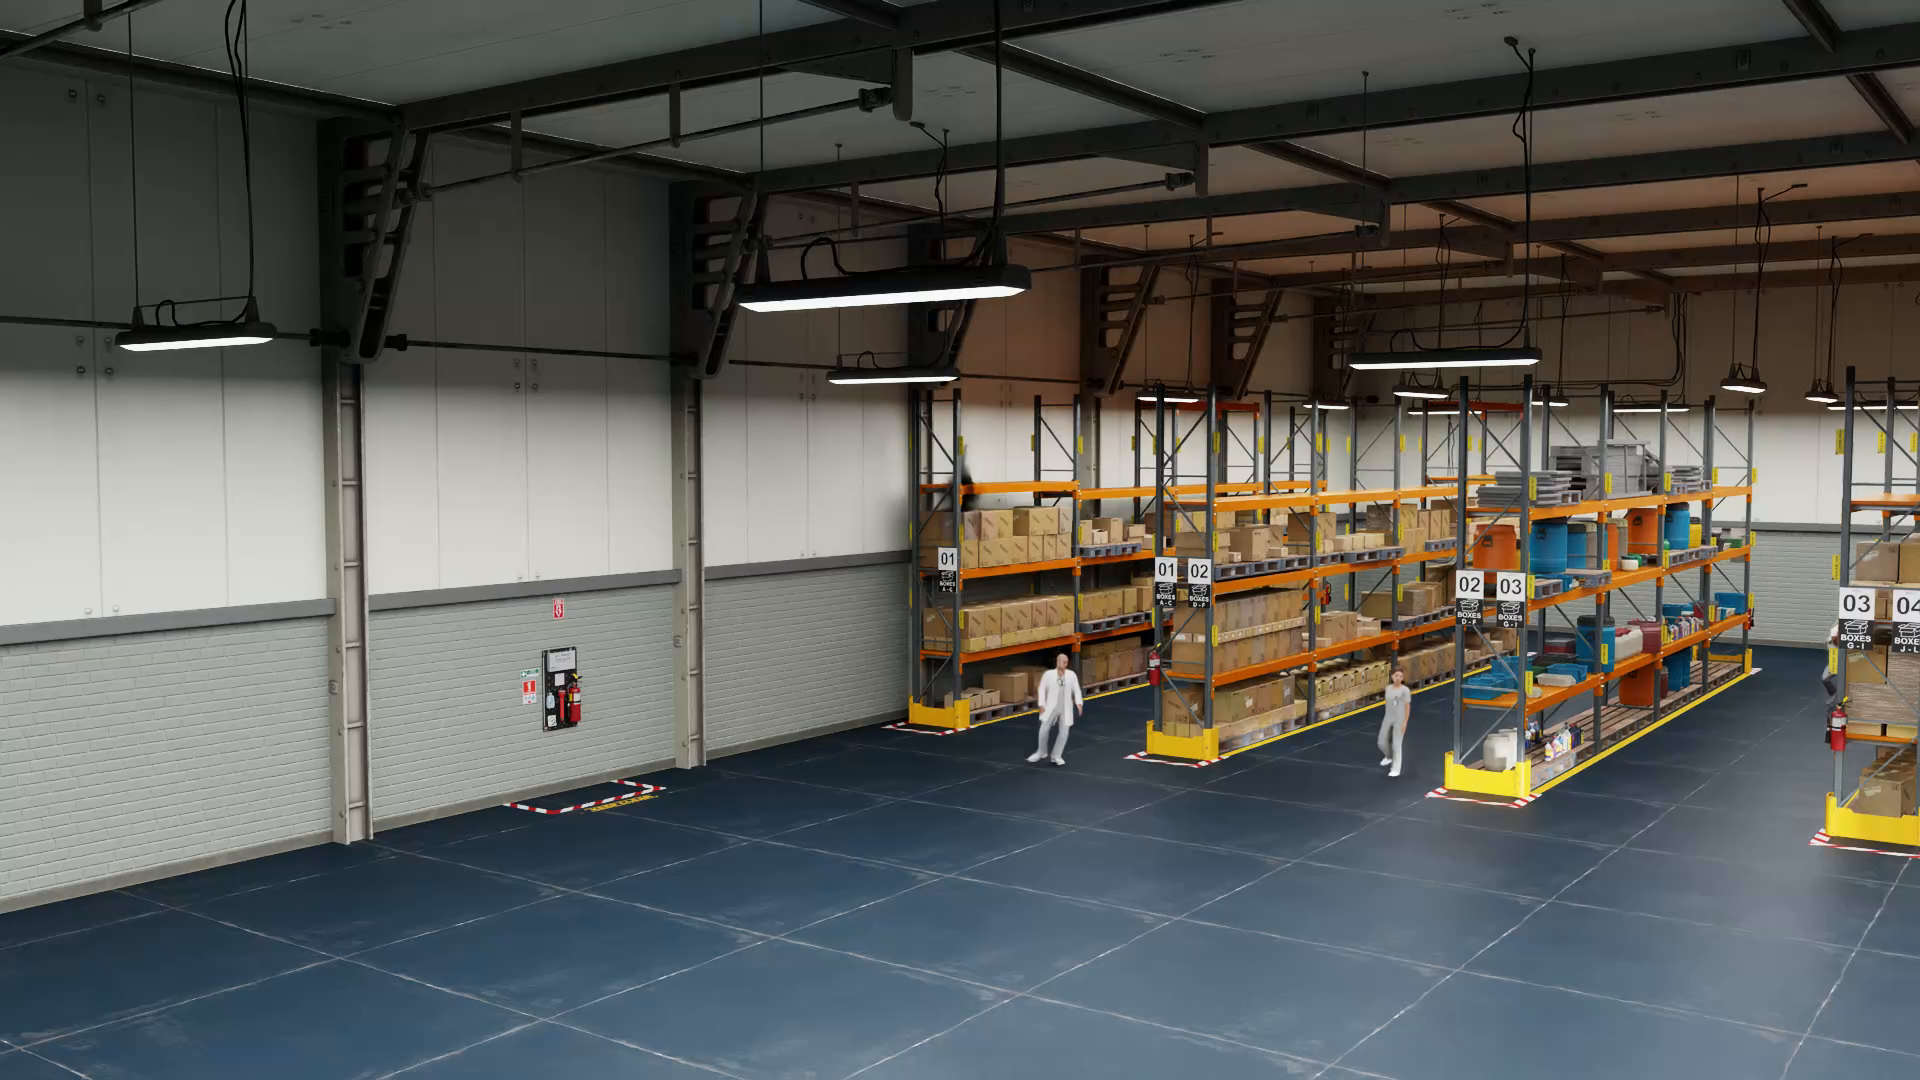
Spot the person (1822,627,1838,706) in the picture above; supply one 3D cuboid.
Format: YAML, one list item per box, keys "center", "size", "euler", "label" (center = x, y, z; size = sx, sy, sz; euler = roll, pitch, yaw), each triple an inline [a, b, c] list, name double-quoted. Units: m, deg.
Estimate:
- center: [16.745, 2.395, 31.637]
  size: [1.108, 1.546, 0.657]
  euler: [-3, 4, -42]
  label: "person"

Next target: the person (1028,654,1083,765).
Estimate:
- center: [1.489, 2.649, 25.941]
  size: [0.823, 1.744, 0.611]
  euler: [0, 3, -8]
  label: "person"

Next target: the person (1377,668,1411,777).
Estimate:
- center: [6.559, 2.727, 25.067]
  size: [0.592, 1.649, 0.526]
  euler: [3, 4, 41]
  label: "person"
